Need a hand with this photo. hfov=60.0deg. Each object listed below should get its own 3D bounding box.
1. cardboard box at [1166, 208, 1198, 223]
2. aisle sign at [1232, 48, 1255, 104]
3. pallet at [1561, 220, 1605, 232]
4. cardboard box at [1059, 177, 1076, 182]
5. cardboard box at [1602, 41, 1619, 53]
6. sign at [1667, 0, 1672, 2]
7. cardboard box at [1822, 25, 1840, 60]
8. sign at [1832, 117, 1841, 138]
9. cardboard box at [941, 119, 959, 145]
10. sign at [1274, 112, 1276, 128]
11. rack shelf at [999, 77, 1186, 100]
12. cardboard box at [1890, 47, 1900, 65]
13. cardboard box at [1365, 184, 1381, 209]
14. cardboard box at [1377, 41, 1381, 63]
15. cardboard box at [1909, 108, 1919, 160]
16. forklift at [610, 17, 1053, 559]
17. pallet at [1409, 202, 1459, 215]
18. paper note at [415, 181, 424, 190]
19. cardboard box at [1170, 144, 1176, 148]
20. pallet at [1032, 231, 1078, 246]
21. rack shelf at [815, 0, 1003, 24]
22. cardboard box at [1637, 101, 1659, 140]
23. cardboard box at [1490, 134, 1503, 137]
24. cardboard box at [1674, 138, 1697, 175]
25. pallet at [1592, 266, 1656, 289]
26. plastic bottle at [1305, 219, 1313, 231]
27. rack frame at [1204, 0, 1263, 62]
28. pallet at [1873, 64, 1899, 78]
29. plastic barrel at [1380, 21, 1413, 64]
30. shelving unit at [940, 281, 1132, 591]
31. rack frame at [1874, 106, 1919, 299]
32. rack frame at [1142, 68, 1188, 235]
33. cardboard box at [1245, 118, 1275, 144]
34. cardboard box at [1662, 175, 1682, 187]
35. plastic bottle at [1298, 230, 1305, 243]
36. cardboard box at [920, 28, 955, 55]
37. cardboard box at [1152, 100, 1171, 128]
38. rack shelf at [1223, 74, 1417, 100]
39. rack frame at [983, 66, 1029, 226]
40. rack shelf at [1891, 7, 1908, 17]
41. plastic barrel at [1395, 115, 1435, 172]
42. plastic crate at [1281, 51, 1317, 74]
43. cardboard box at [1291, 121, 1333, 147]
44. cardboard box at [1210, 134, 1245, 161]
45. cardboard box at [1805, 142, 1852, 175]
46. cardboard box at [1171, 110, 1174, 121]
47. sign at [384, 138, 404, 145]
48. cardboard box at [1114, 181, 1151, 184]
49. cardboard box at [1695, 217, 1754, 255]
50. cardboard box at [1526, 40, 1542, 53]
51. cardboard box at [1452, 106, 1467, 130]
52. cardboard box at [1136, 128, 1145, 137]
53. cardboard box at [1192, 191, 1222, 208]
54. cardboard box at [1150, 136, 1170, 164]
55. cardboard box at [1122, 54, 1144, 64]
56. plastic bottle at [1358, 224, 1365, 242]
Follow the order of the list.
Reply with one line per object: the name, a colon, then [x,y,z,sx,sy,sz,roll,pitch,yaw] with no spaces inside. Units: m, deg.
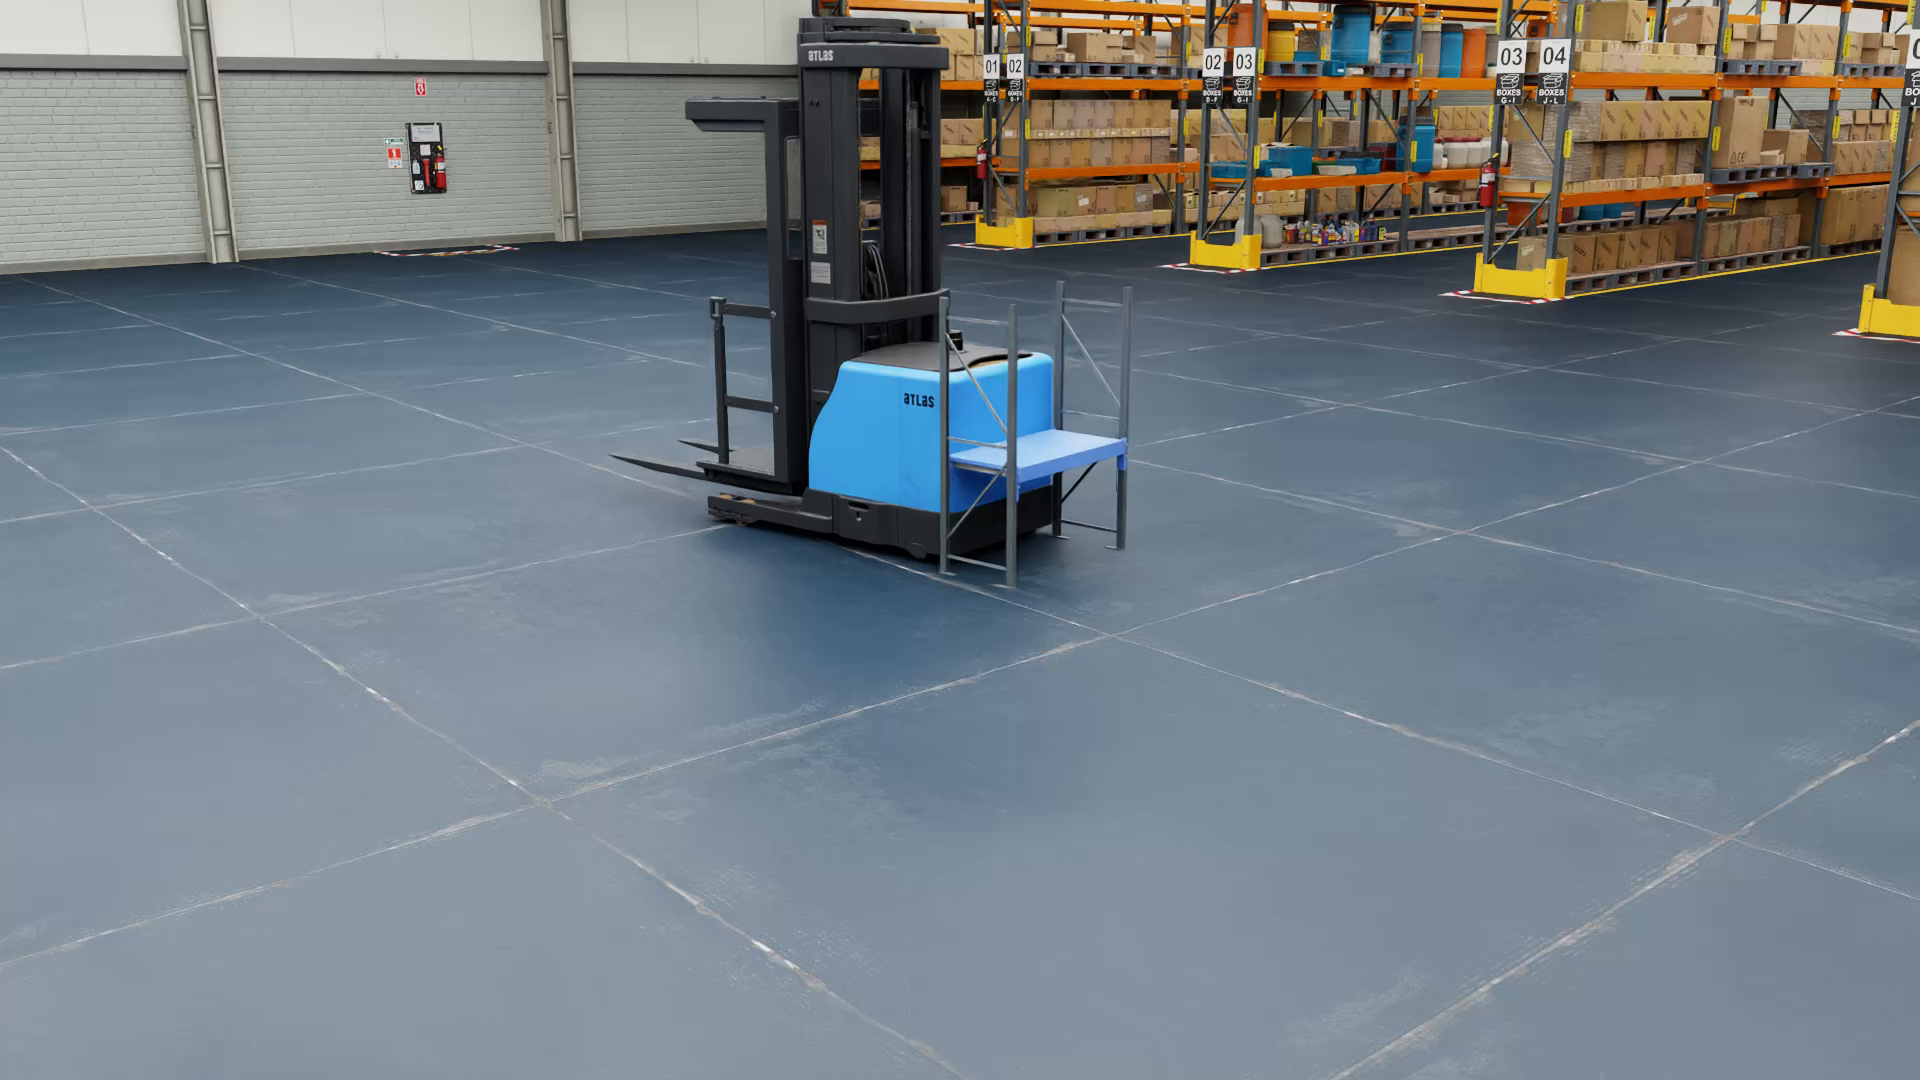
cardboard box: [4.264,-6.170,31.549,0.500,0.250,0.500,-13,20,-41]
aisle sign: [4.166,-6.819,24.429,0.004,0.787,0.394,-13,19,-39]
pallet: [11.551,-5.988,31.757,1.213,0.211,1.003,-13,19,-39]
cardboard box: [2.195,-7.979,36.347,0.500,0.250,0.500,-13,20,-40]
cardboard box: [8.260,-6.363,21.466,0.250,0.149,0.380,-12,19,-37]
sign: [13.441,-10.355,31.485,0.005,0.325,0.100,-13,19,-39]
cardboard box: [13.119,-7.633,25.538,0.500,0.500,0.500,-12,19,-38]
sign: [13.678,-6.441,25.959,0.005,0.325,0.100,-13,19,-39]
cardboard box: [-0.371,-8.229,33.544,0.500,0.500,0.500,-13,20,-41]
sign: [6.451,-8.578,33.960,0.005,0.325,0.100,-13,19,-39]
rack shelf: [2.288,-8.038,29.611,4.000,0.370,1.077,-13,19,-39]
cardboard box: [15.446,-8.142,27.965,0.500,0.311,0.500,-14,20,-41]
cardboard box: [8.509,-7.242,35.042,0.500,0.500,0.500,-14,20,-41]
cardboard box: [8.399,-10.081,34.666,0.600,0.600,0.600,-14,20,-41]
cardboard box: [10.765,-4.335,17.783,0.550,0.550,0.875,-13,19,-39]
forklift: [-0.919,-1.593,10.035,3.031,2.935,1.130,11,19,36]
pallet: [10.351,-7.399,37.042,1.213,0.211,1.003,-13,19,-39]
paper note: [-9.109,-5.978,28.026,0.142,0.148,0.016,-13,19,-39]
cardboard box: [4.711,-8.997,38.069,0.250,0.149,0.380,-12,19,-38]
pallet: [1.329,-5.388,29.512,1.213,0.211,1.003,-13,19,-39]
rack shelf: [-0.966,-10.449,32.832,4.000,0.370,1.077,-13,19,-39]
cardboard box: [9.005,-5.638,22.336,0.500,0.500,0.500,-13,19,-39]
cardboard box: [11.922,-9.055,37.644,0.500,0.500,0.500,-12,19,-39]
cardboard box: [9.917,-5.474,23.659,0.500,0.500,0.875,-13,19,-39]
pallet: [8.893,-3.670,23.081,1.213,0.211,1.003,-13,19,-39]
plastic bottle: [5.702,-5.083,27.247,0.185,0.351,0.144,-13,20,-40]
rack frame: [4.028,-8.531,24.250,0.127,3.000,1.000,-13,19,-39]
pallet: [14.607,-7.691,27.283,1.213,0.211,1.003,-12,19,-37]
plastic barrel: [7.287,-8.130,27.590,0.708,0.901,0.600,-13,19,-39]
shelving unit: [0.420,-0.603,9.101,0.538,1.500,1.048,12,19,38]
rack frame: [10.459,-3.685,17.735,0.127,3.000,1.000,-13,19,-39]
rack frame: [3.797,-7.275,31.173,0.127,3.000,1.000,-13,19,-39]
cardboard box: [6.998,-9.828,40.148,0.700,0.700,0.980,-12,19,-39]
cardboard box: [9.790,-4.996,23.127,0.250,0.149,0.380,-13,19,-39]
plastic bottle: [5.535,-4.929,26.961,0.097,0.201,0.097,0,15,0]
cardboard box: [-0.451,-9.906,33.040,0.500,0.500,0.500,-14,20,-41]
cardboard box: [3.467,-7.874,30.707,0.500,0.500,0.700,-13,19,-39]
rack shelf: [5.537,-7.073,25.998,4.000,0.370,1.077,-13,19,-39]
rack frame: [0.780,-6.597,28.636,0.127,3.000,1.000,-13,19,-39]
rack shelf: [17.841,-9.397,29.663,4.000,0.370,1.077,-13,19,-39]
plastic barrel: [7.536,-6.559,27.520,0.708,0.901,0.600,-13,19,-39]
plastic crate: [5.269,-7.456,26.068,0.575,0.384,0.392,-13,19,-39]
cardboard box: [7.216,-8.332,34.125,0.700,0.500,0.500,8,17,28]
cardboard box: [5.163,-7.624,32.287,0.500,0.500,0.500,-13,19,-39]
cardboard box: [13.860,-6.101,26.585,0.500,0.500,0.500,-12,19,-38]
cardboard box: [4.477,-9.598,37.609,0.500,0.250,0.500,-13,20,-40]
sign: [-9.406,-6.619,27.622,0.331,0.109,0.001,-13,19,-39]
cardboard box: [3.242,-6.494,31.311,0.500,0.500,0.500,-13,19,-39]
cardboard box: [11.569,-4.623,25.234,0.700,0.500,0.500,14,20,42]
cardboard box: [7.284,-6.345,21.398,0.250,0.149,0.380,-13,19,-39]
cardboard box: [10.761,-9.274,36.526,0.500,0.500,0.500,-13,20,-41]
cardboard box: [3.152,-7.418,30.257,0.250,0.149,0.380,-13,20,-39]
cardboard box: [4.654,-6.526,31.796,0.500,0.311,0.500,-13,20,-40]
cardboard box: [3.467,-7.247,30.874,0.500,0.500,0.700,-13,20,-41]
cardboard box: [3.067,-8.616,29.782,0.250,0.149,0.380,-13,19,-39]
plastic bottle: [6.509,-4.977,26.981,0.133,0.283,0.061,-11,19,-36]
